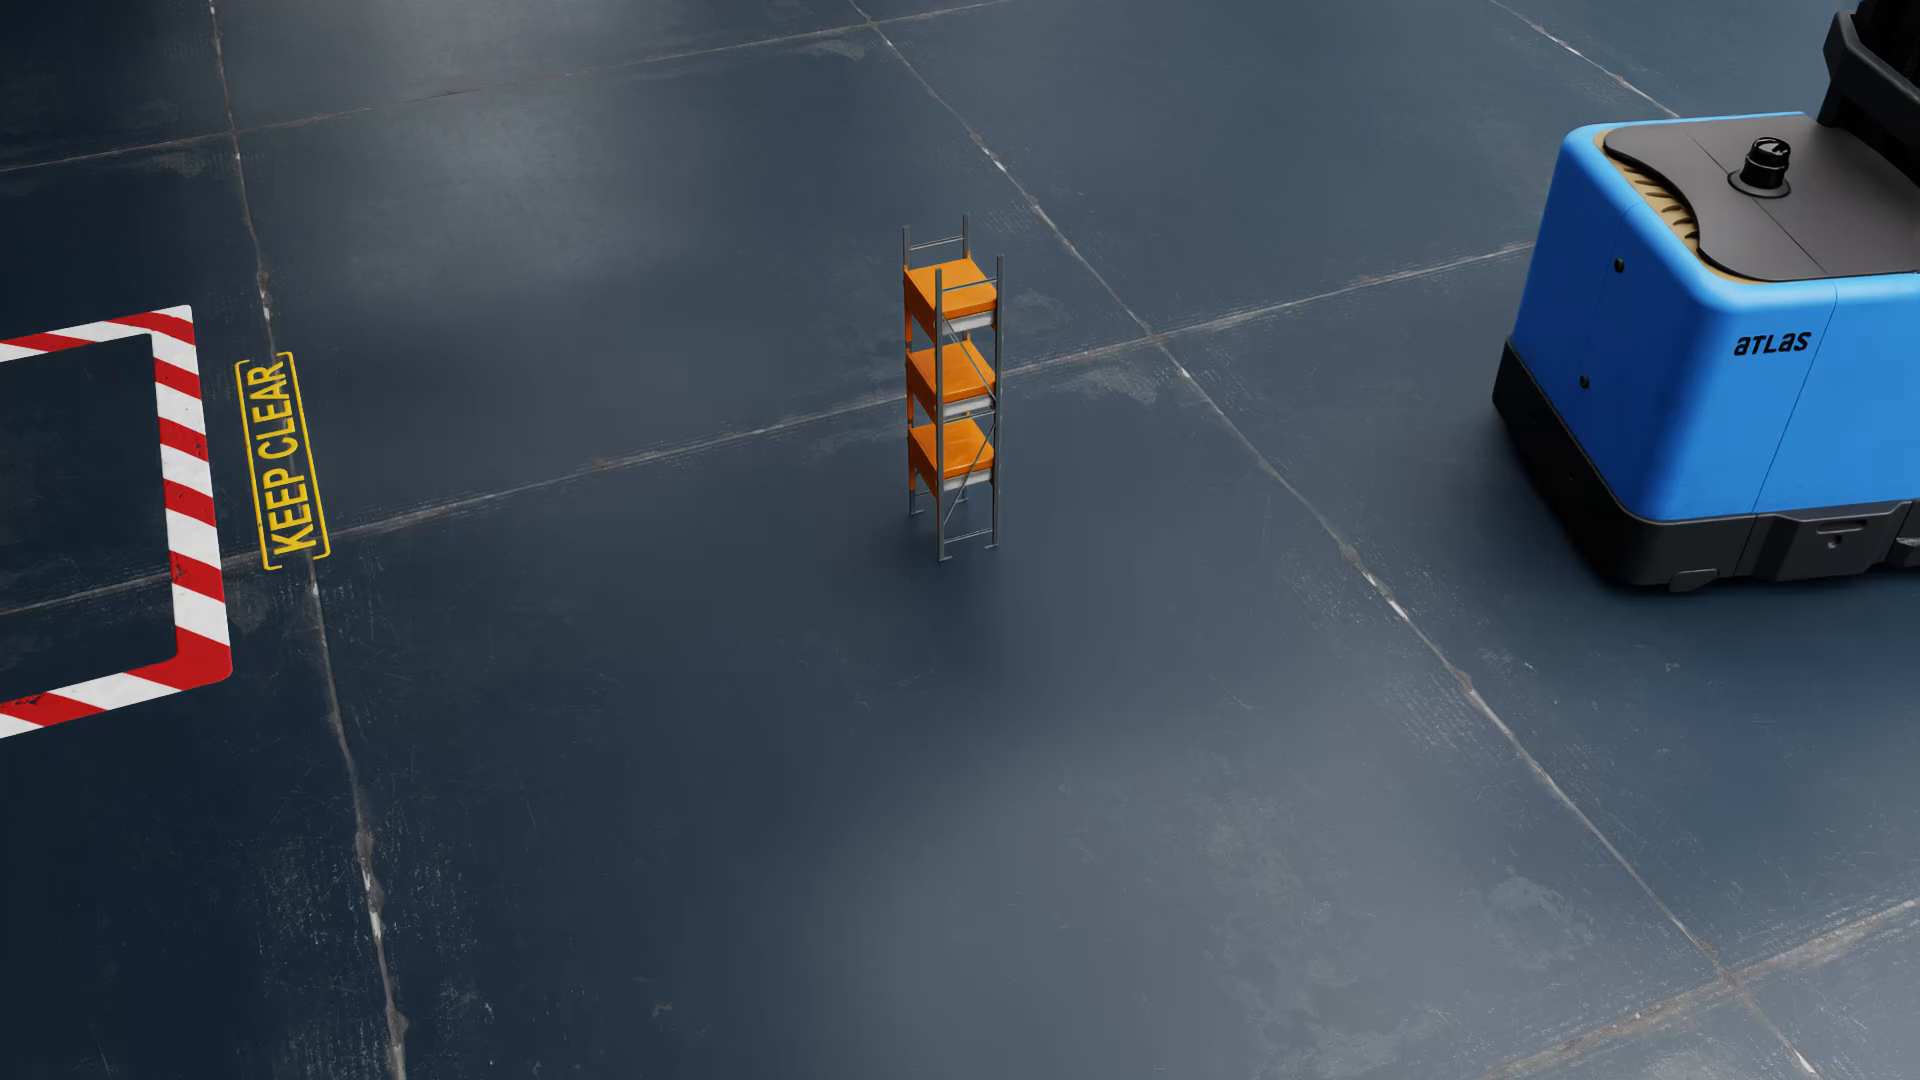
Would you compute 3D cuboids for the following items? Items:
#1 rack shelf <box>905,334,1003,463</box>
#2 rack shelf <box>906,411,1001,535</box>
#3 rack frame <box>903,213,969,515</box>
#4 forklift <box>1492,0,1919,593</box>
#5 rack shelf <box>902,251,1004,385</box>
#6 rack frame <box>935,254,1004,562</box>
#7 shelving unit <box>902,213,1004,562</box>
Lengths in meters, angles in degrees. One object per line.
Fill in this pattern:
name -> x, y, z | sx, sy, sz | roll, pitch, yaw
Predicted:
rack shelf -> -0.020, -0.422, 4.952 | 0.215, 0.259, 0.240 | -15, 43, -17
rack shelf -> -0.020, -0.212, 5.133 | 0.215, 0.259, 0.240 | -15, 43, -17
rack frame -> -0.067, -0.504, 5.031 | 0.200, 1.050, 0.008 | -15, 43, -17
forklift -> 3.380, -1.383, 4.610 | 3.031, 2.935, 1.130 | -5, 41, -6
rack shelf -> -0.020, -0.637, 4.767 | 0.215, 0.259, 0.240 | -15, 43, -17
rack frame -> 0.026, -0.357, 4.860 | 0.200, 1.050, 0.008 | -15, 43, -17
shelving unit -> -0.020, -0.430, 4.945 | 0.215, 1.050, 0.252 | -15, 43, -17
